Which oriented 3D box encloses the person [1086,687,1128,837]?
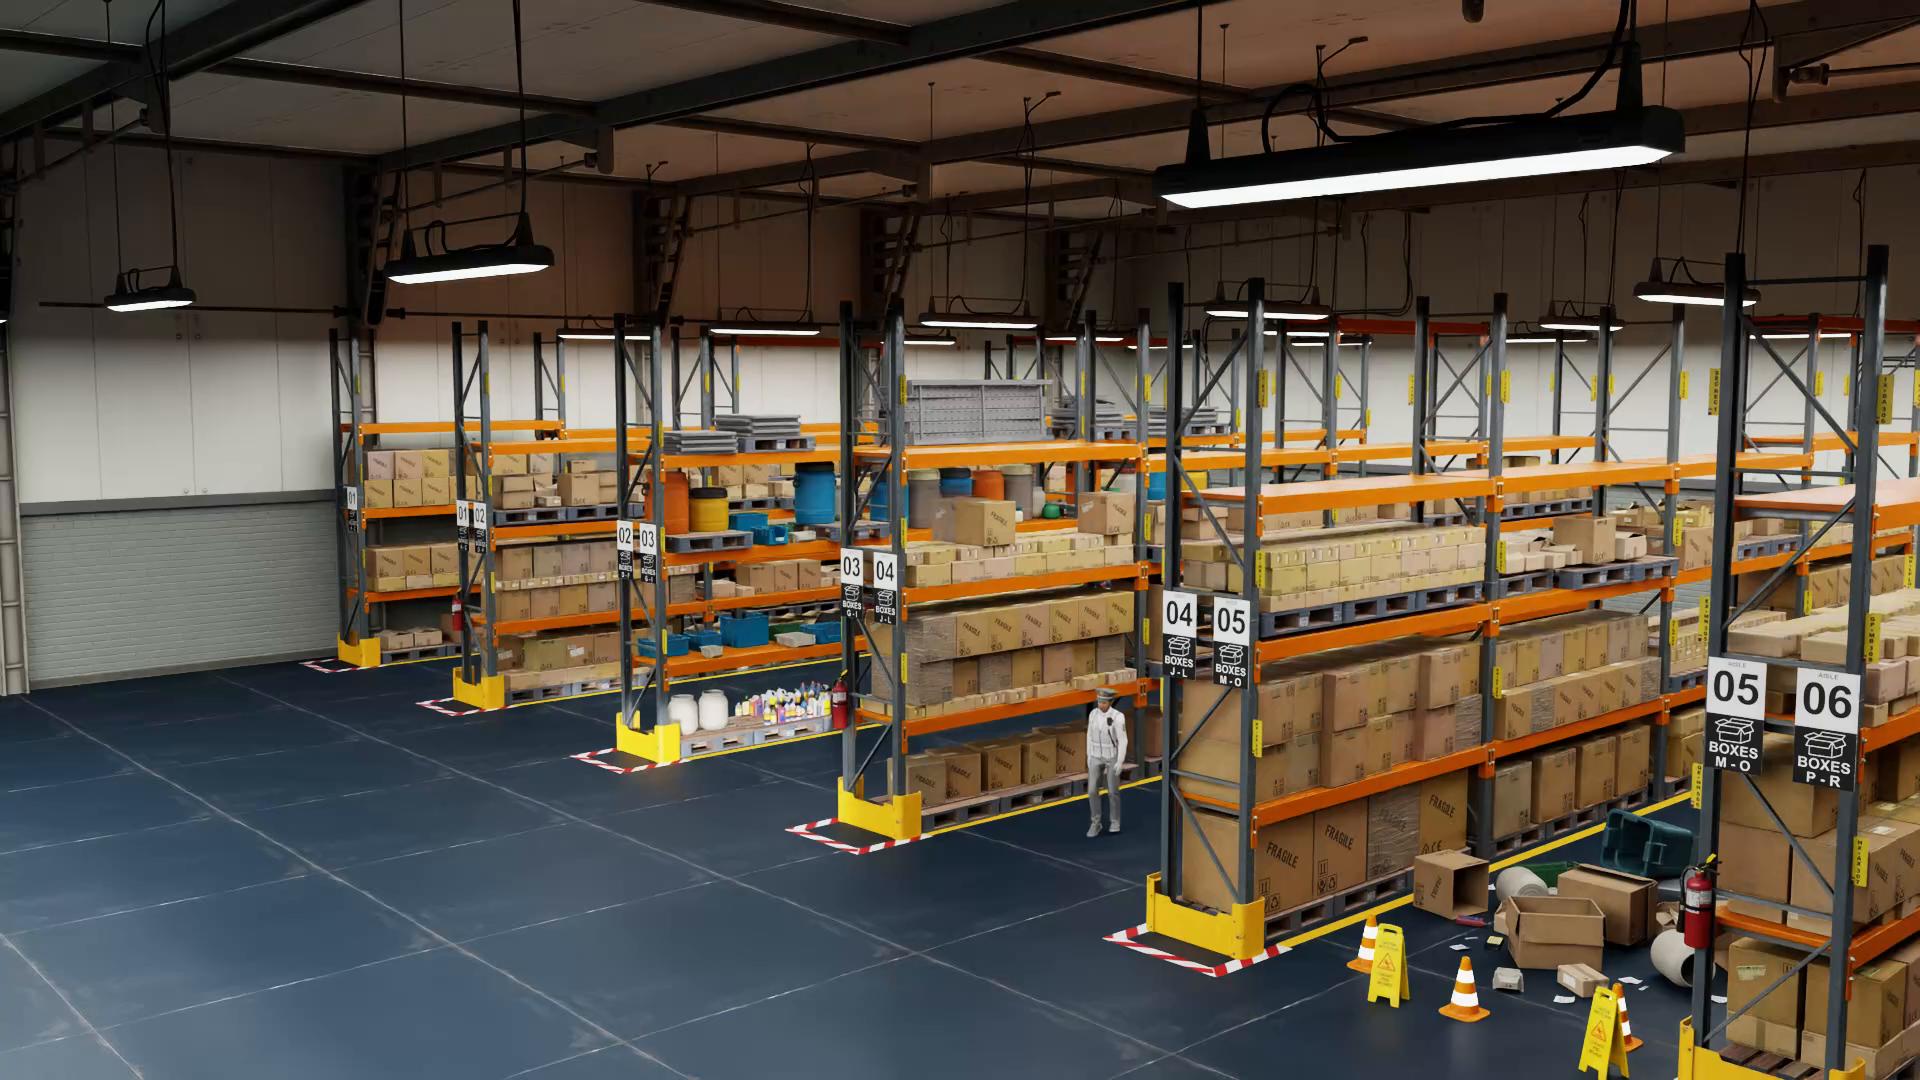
[{"bbox_3d":[1.652,2.508,18.751,0.533,1.724,0.481,3,6,29],"label":"person"}]
